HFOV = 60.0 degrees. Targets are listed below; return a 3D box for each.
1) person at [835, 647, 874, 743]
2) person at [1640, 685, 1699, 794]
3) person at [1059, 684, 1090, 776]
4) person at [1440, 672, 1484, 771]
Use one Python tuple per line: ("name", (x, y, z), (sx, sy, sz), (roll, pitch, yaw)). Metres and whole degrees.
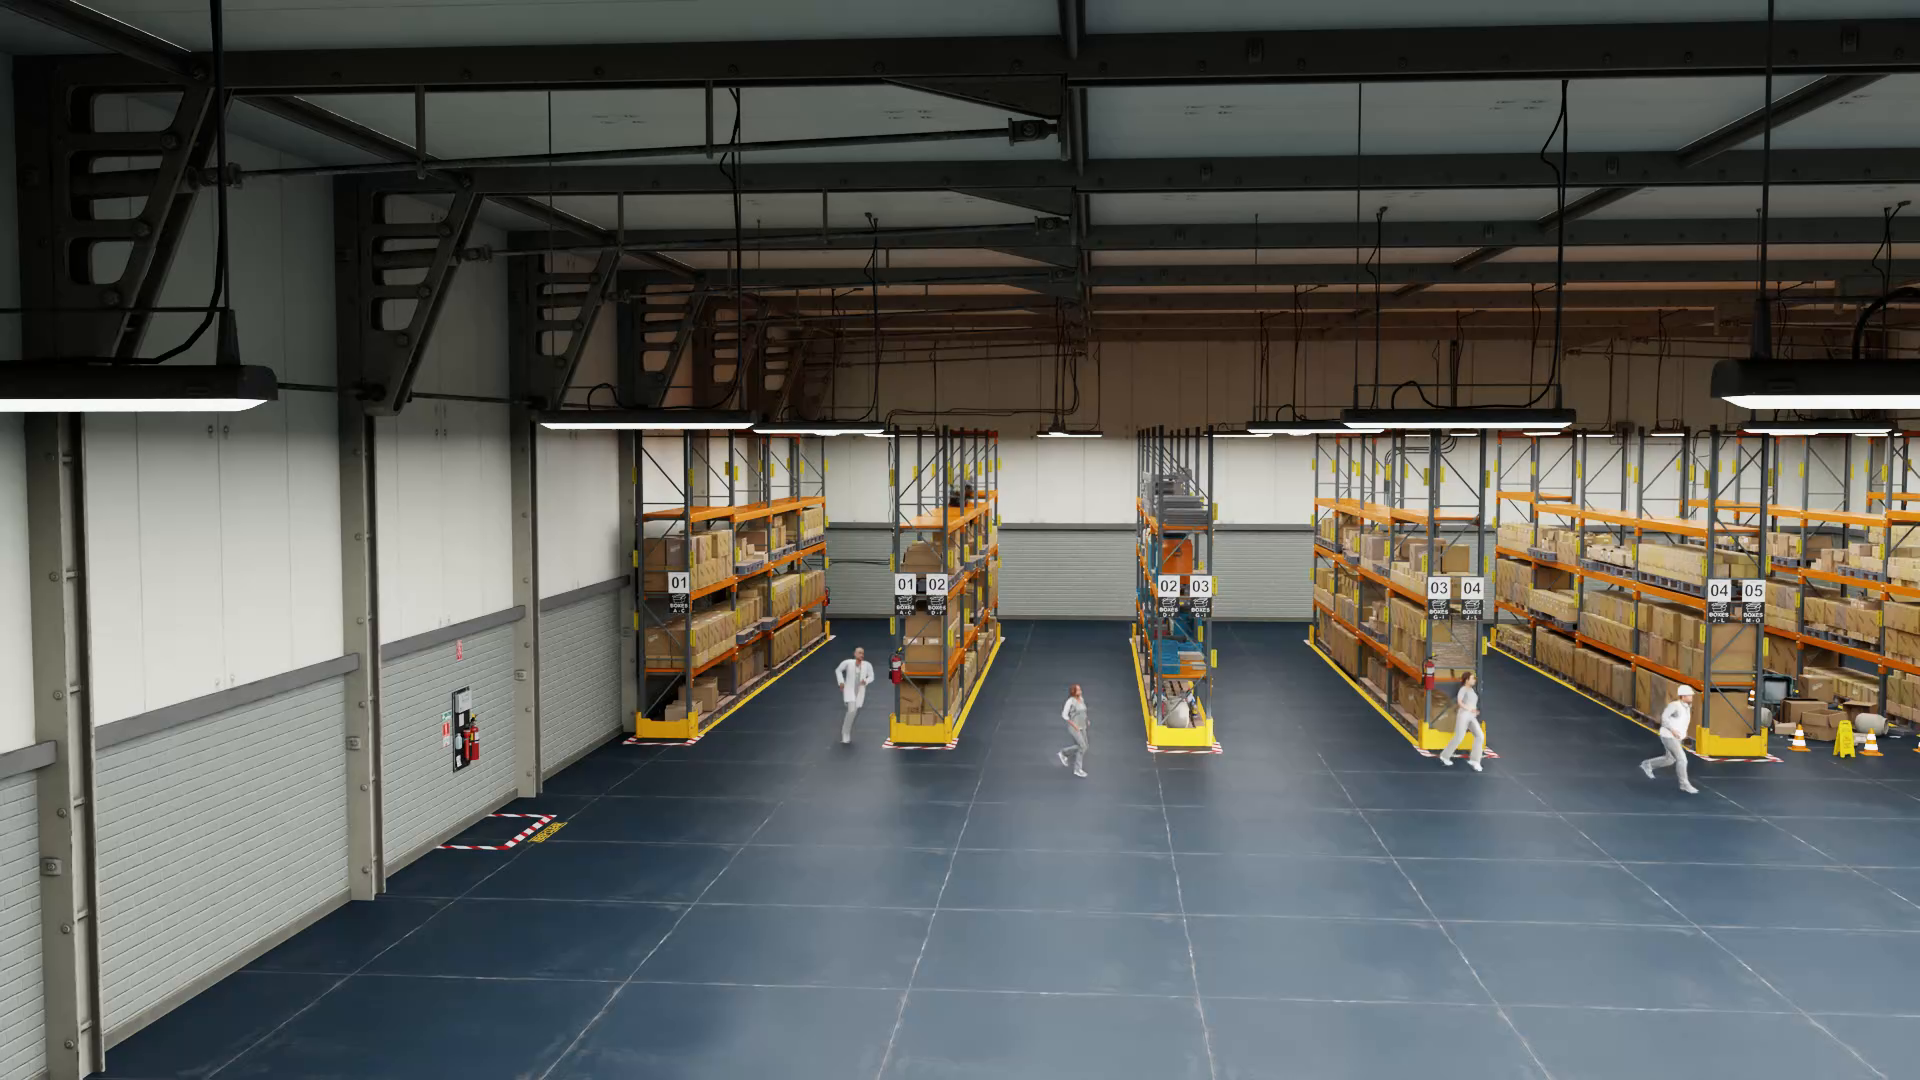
("person", (-1.982, 2.955, 31.727), (0.668, 1.820, 0.745), (-1, 4, -23))
("person", (11.615, 3.221, 27.237), (0.664, 1.746, 0.977), (-3, 5, -41))
("person", (1.942, 3.238, 28.480), (0.579, 1.577, 0.535), (3, 4, 37))
("person", (8.850, 3.146, 29.077), (0.613, 1.691, 0.787), (-3, 5, -43))
